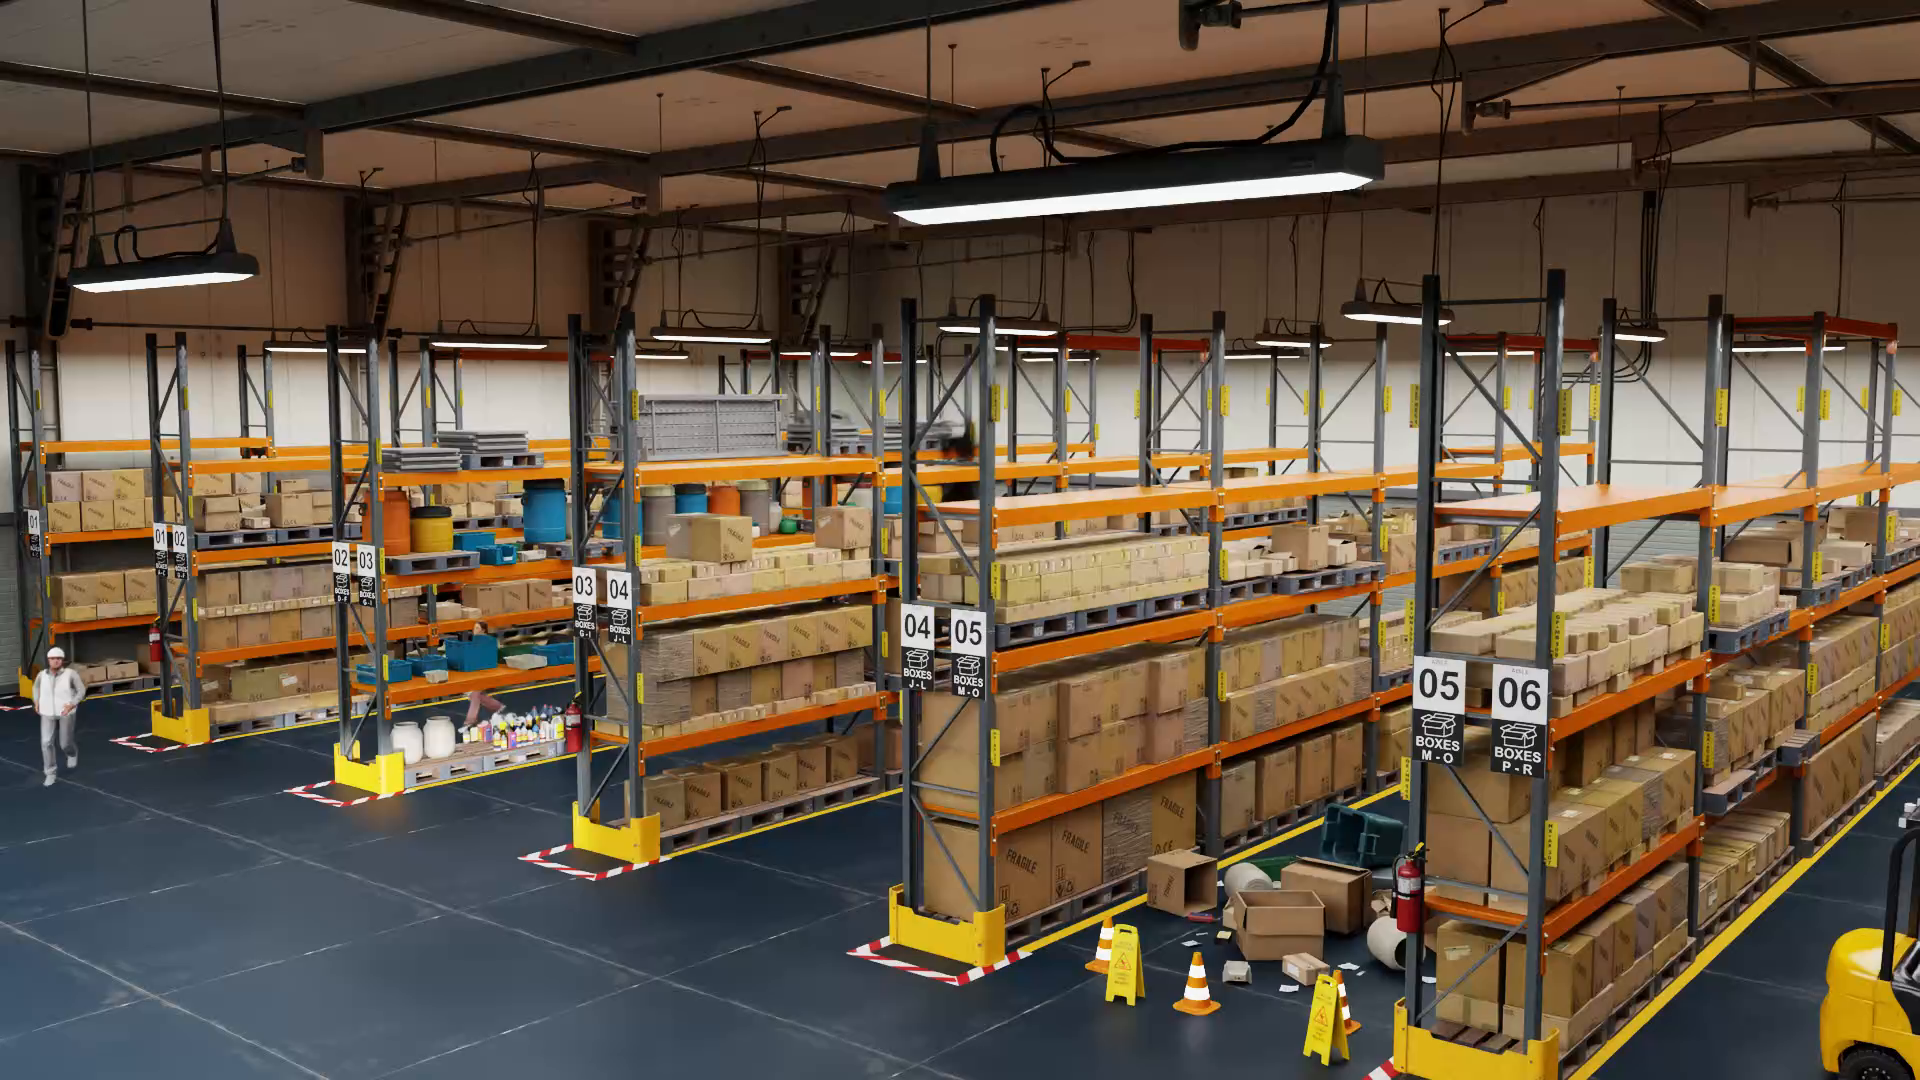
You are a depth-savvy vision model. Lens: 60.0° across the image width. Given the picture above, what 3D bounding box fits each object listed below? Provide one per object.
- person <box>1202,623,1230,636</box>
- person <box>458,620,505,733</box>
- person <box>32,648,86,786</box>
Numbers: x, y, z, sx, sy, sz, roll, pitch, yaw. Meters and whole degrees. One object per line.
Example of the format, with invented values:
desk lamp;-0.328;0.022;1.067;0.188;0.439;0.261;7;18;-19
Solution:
person;3.967;1.982;25.609;0.624;1.784;1.167;5;7;41
person;-7.284;2.041;25.285;0.579;1.647;0.963;3;6;34
person;-11.993;2.314;22.122;0.676;1.787;0.907;-1;5;-15
